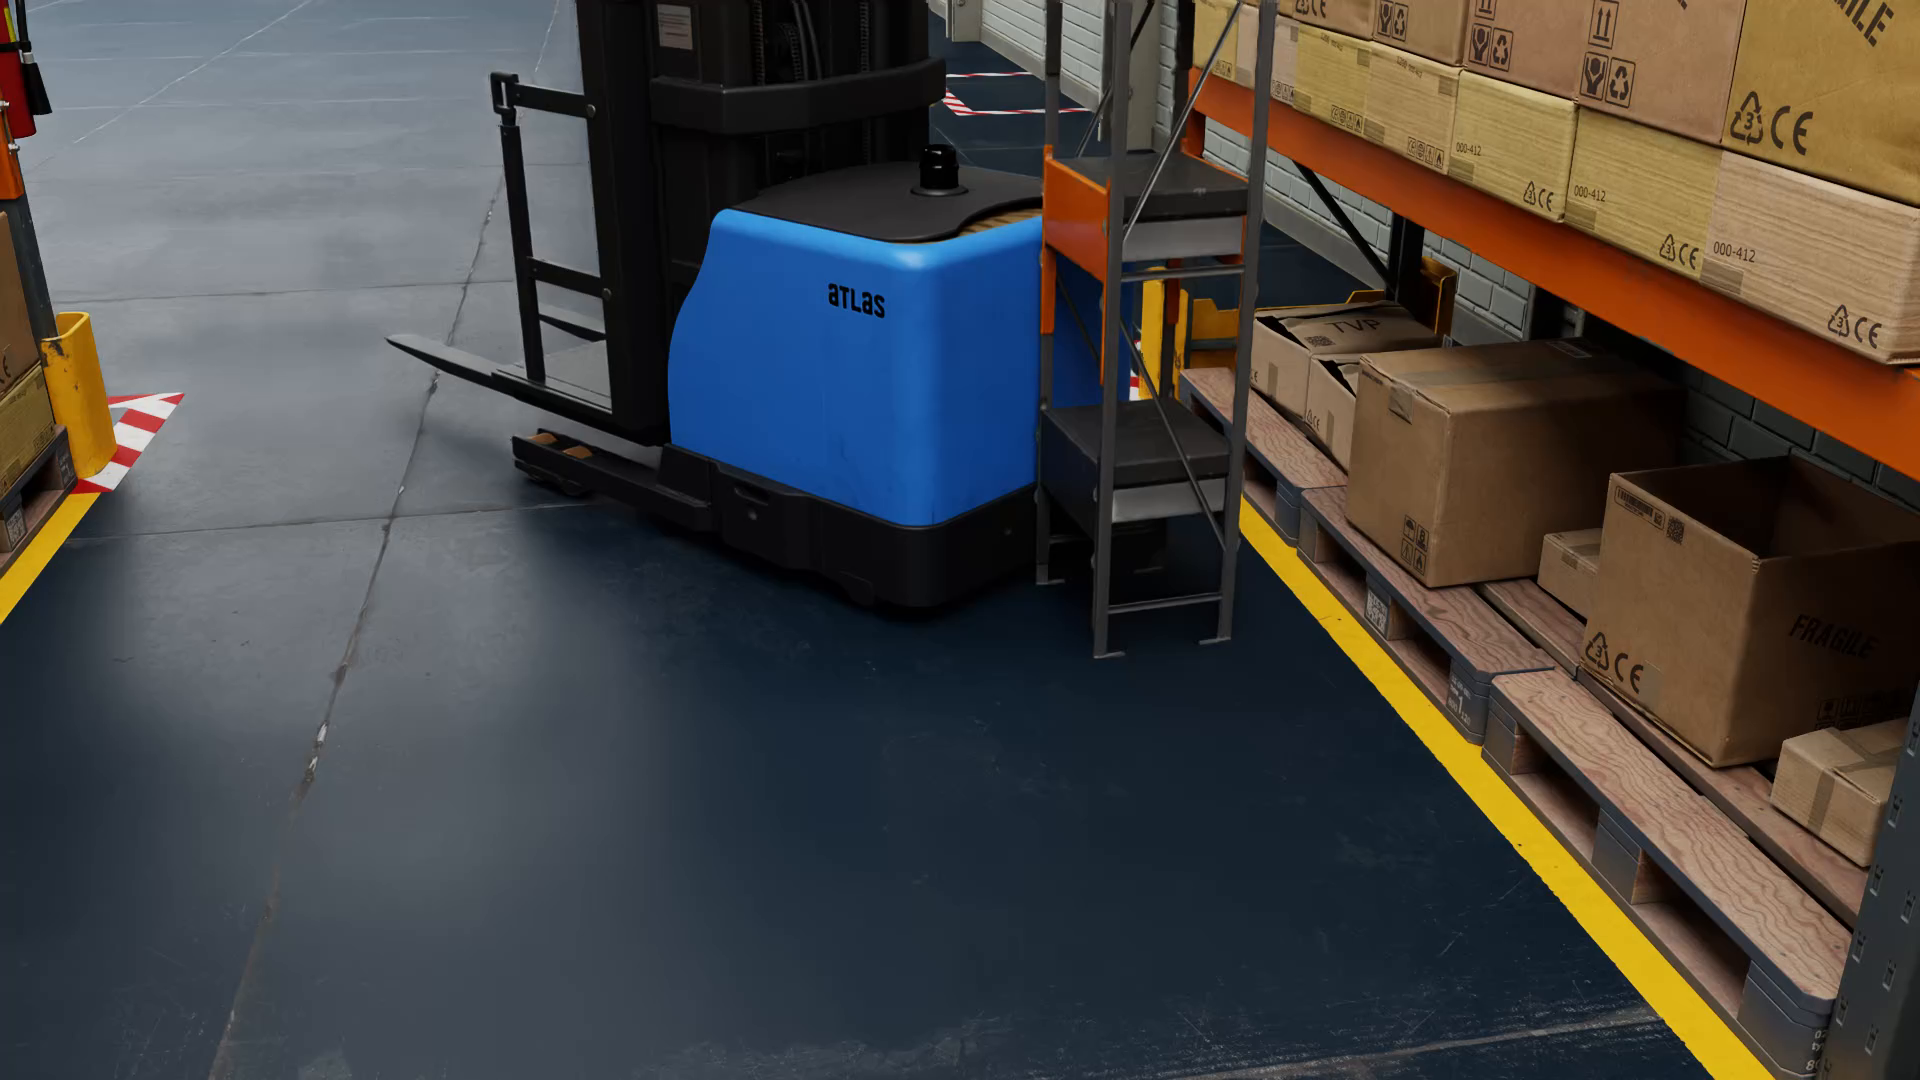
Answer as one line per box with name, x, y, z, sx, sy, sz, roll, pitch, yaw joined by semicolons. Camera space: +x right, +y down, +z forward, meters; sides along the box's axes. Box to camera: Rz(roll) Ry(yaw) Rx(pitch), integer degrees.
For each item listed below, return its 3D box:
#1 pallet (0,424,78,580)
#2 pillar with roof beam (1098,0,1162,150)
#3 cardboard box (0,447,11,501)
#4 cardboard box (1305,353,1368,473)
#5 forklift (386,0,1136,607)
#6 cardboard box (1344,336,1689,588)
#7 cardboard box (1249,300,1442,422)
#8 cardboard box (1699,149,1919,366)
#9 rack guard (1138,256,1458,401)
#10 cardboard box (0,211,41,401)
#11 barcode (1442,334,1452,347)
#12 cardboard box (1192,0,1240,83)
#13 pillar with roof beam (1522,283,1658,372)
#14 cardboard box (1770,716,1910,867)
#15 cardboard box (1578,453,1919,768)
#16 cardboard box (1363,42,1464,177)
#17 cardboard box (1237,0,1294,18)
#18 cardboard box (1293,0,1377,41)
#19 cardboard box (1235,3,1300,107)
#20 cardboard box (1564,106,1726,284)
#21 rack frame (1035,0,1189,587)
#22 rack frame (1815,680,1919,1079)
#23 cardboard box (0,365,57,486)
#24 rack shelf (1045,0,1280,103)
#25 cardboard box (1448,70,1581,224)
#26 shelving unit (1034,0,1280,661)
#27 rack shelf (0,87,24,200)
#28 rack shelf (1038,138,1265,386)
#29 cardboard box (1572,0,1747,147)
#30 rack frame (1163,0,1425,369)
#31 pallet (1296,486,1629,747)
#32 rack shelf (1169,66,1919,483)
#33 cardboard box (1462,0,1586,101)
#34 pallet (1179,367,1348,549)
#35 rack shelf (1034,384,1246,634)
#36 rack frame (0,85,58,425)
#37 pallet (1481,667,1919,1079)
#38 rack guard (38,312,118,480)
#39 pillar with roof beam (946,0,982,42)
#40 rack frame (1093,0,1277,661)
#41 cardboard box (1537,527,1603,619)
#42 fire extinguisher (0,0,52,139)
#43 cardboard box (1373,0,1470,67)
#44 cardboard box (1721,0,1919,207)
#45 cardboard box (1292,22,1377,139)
pallet;-3.401;-0.025;5.044;1.003;0.211;1.213;-4;24;-10
pillar with roof beam;-3.076;-6.548;9.000;9.100;9.000;0.400;-4;24;-10
cardboard box;-3.089;-0.148;4.753;0.500;0.250;0.500;-4;24;-10
cardboard box;1.429;-0.435;5.309;0.500;0.311;0.500;-2;24;-5
forklift;-0.895;-1.630;5.320;3.031;2.935;1.130;20;30;37
cardboard box;1.516;-0.230;4.602;0.700;0.500;0.500;-6;24;-13
cardboard box;1.324;-0.660;5.822;0.500;0.311;0.500;-7;25;-16
cardboard box;1.639;-0.500;2.809;0.500;0.250;0.500;-4;24;-10
rack guard;1.298;-0.794;6.442;1.175;0.500;0.348;-4;24;-10
cardboard box;-3.192;-0.688;5.051;0.500;0.500;0.500;-4;24;-10
barcode;1.720;-0.686;5.872;0.001;0.075;0.075;-4;24;-10
cardboard box;1.063;-1.694;5.543;0.500;0.250;0.500;-5;24;-11
pillar with roof beam;-1.967;-4.188;3.597;9.100;9.000;0.400;-4;24;-10
cardboard box;1.896;0.493;3.364;0.380;0.166;0.250;-8;25;-17
cardboard box;1.793;0.143;3.748;0.500;0.500;0.500;-6;24;-14
cardboard box;1.352;-1.091;4.163;0.500;0.250;0.500;-4;24;-9
cardboard box;1.159;-1.848;4.959;0.500;0.500;0.500;-4;24;-10
cardboard box;1.248;-1.644;4.492;0.500;0.500;0.500;-5;24;-11
cardboard box;1.173;-1.491;5.078;0.500;0.250;0.500;-5;24;-11
cardboard box;1.555;-0.697;3.260;0.500;0.250;0.500;-4;24;-10
rack frame;0.418;-0.847;4.565;0.400;2.100;0.015;-7;24;-15
rack frame;2.021;-0.395;2.408;0.949;2.616;0.053;-4;24;-10
cardboard box;-3.194;-0.344;5.201;0.500;0.250;0.500;-4;24;-10
rack shelf;0.486;-1.382;4.075;0.431;0.518;0.480;-7;24;-15
cardboard box;1.446;-0.893;3.710;0.500;0.250;0.500;-4;24;-10
shelving unit;0.486;-0.753;4.350;0.431;2.100;0.503;-7;24;-15
rack shelf;-3.213;-0.485;3.511;1.077;0.370;4.000;-4;24;-10
rack shelf;0.486;-0.740;4.356;0.431;0.518;0.480;-7;24;-15
cardboard box;1.535;-1.039;3.106;0.500;0.500;0.500;-4;24;-10
rack frame;1.284;-1.969;6.011;1.000;3.000;0.127;-4;24;-10
pallet;1.636;0.140;4.666;1.003;0.211;1.213;-4;24;-10
rack shelf;1.654;-0.853;4.353;1.077;0.370;4.000;-4;24;-10
cardboard box;1.452;-1.238;3.561;0.500;0.500;0.500;-5;24;-11
pallet;1.414;-0.339;5.763;1.003;0.211;1.213;-4;24;-10
rack shelf;0.486;-0.099;4.636;0.431;0.518;0.480;-7;24;-15
rack frame;-3.583;-1.601;5.168;1.000;3.000;0.127;-4;24;-10
pallet;1.865;0.621;3.565;1.003;0.211;1.213;-4;24;-10
rack guard;-3.588;-0.465;5.690;1.175;0.500;0.348;-4;24;-10
pillar with roof beam;-4.186;-8.908;14.404;9.100;9.000;0.400;-4;24;-10
rack frame;0.554;-0.659;4.135;0.400;2.100;0.015;-7;24;-15
cardboard box;1.748;0.079;4.335;0.380;0.149;0.250;-6;24;-14
fire extinguisher;-3.149;-1.646;5.368;0.296;0.674;0.183;-4;24;-10
cardboard box;1.355;-1.442;4.030;0.500;0.500;0.500;-4;24;-8
cardboard box;1.633;-0.843;2.657;0.500;0.500;0.500;-4;24;-10
cardboard box;1.261;-1.290;4.618;0.500;0.250;0.500;-5;24;-11
